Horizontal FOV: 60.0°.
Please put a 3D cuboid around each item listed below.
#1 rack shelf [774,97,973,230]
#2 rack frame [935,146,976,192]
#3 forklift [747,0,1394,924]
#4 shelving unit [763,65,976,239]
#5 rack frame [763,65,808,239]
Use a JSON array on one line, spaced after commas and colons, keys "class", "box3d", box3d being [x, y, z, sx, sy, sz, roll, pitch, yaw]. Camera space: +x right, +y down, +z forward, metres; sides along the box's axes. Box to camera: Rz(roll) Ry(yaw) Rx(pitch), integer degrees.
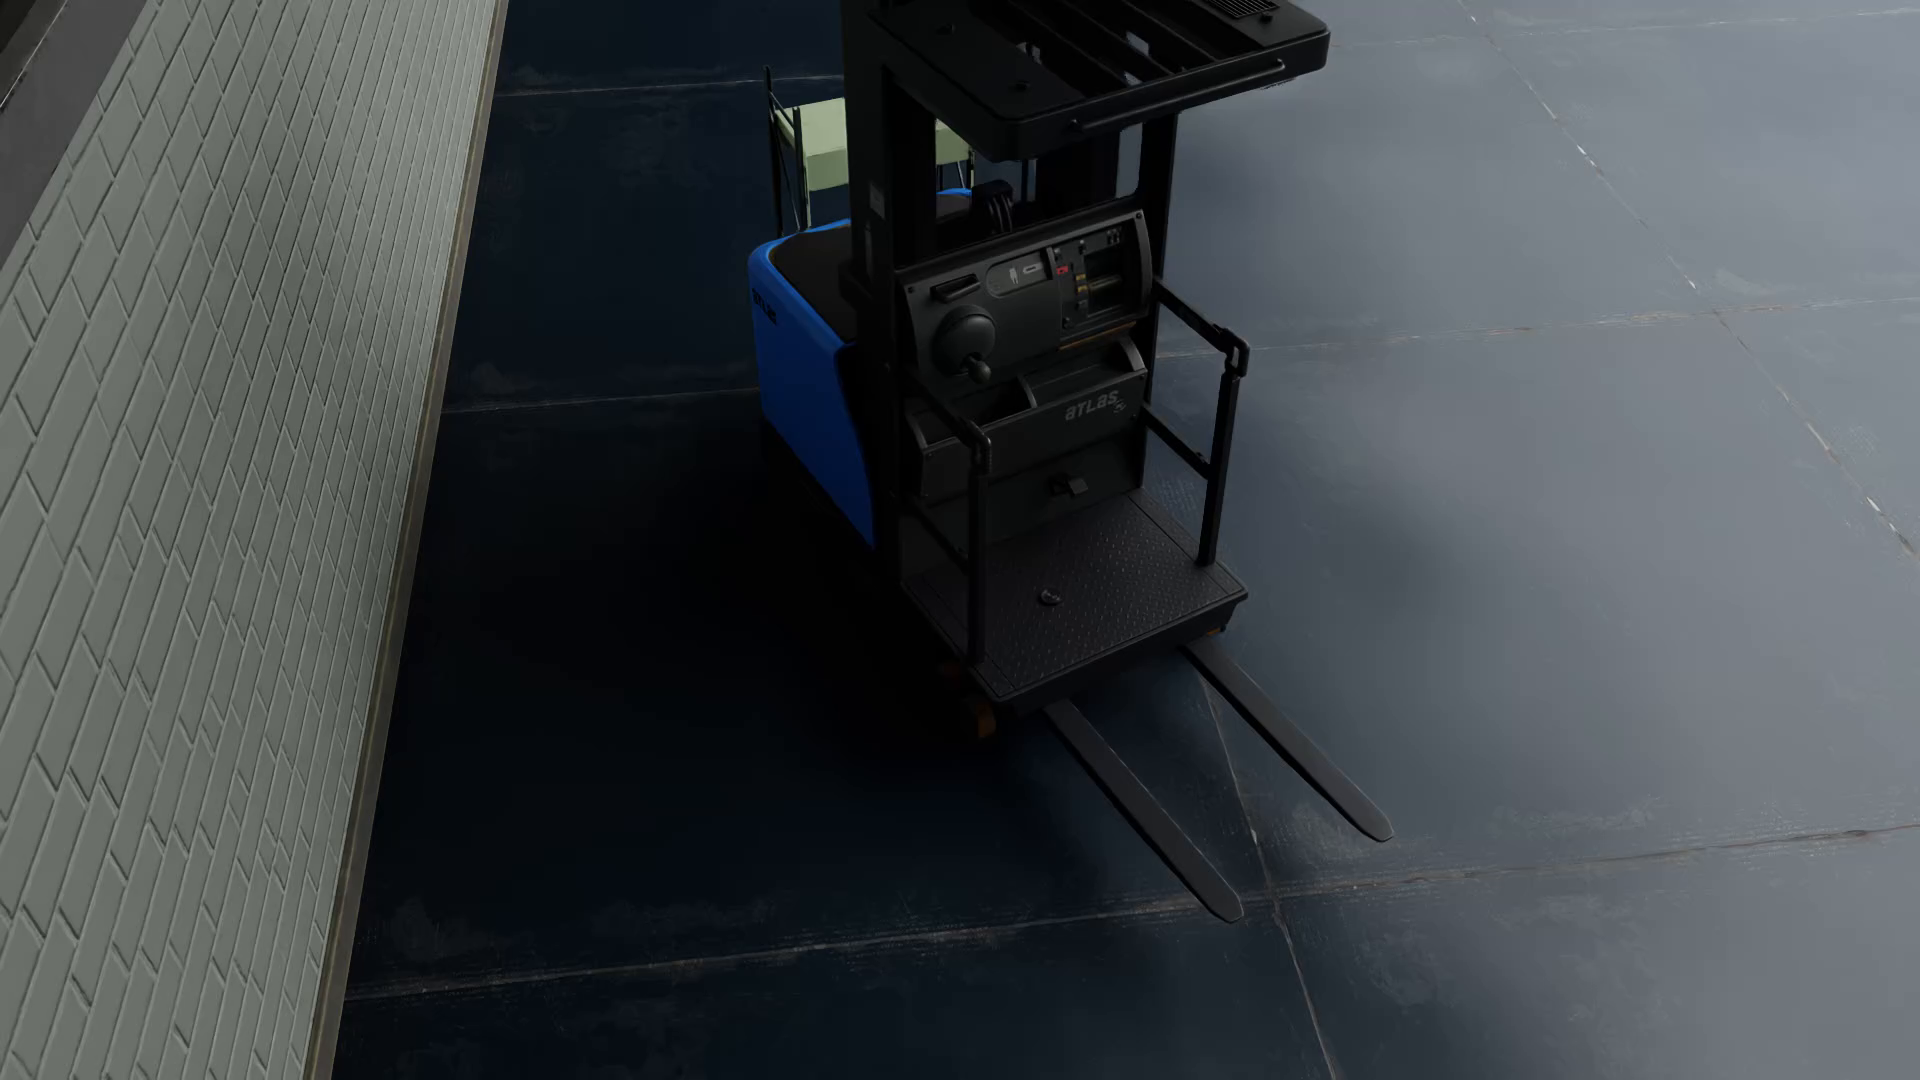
[{"class": "rack shelf", "box3d": [-0.358, -1.587, 6.807, 0.720, 0.370, 0.431, -16, 44, -17]}, {"class": "rack frame", "box3d": [-0.021, -1.393, 7.175, 0.023, 1.500, 0.400, -16, 44, -17]}, {"class": "forklift", "box3d": [0.346, -0.730, 5.372, 1.130, 2.935, 3.031, -22, 46, -22]}, {"class": "shelving unit", "box3d": [-0.358, -1.297, 7.069, 0.755, 1.500, 0.431, -16, 44, -17]}, {"class": "rack frame", "box3d": [-0.695, -1.202, 6.962, 0.023, 1.500, 0.400, -16, 44, -17]}]
